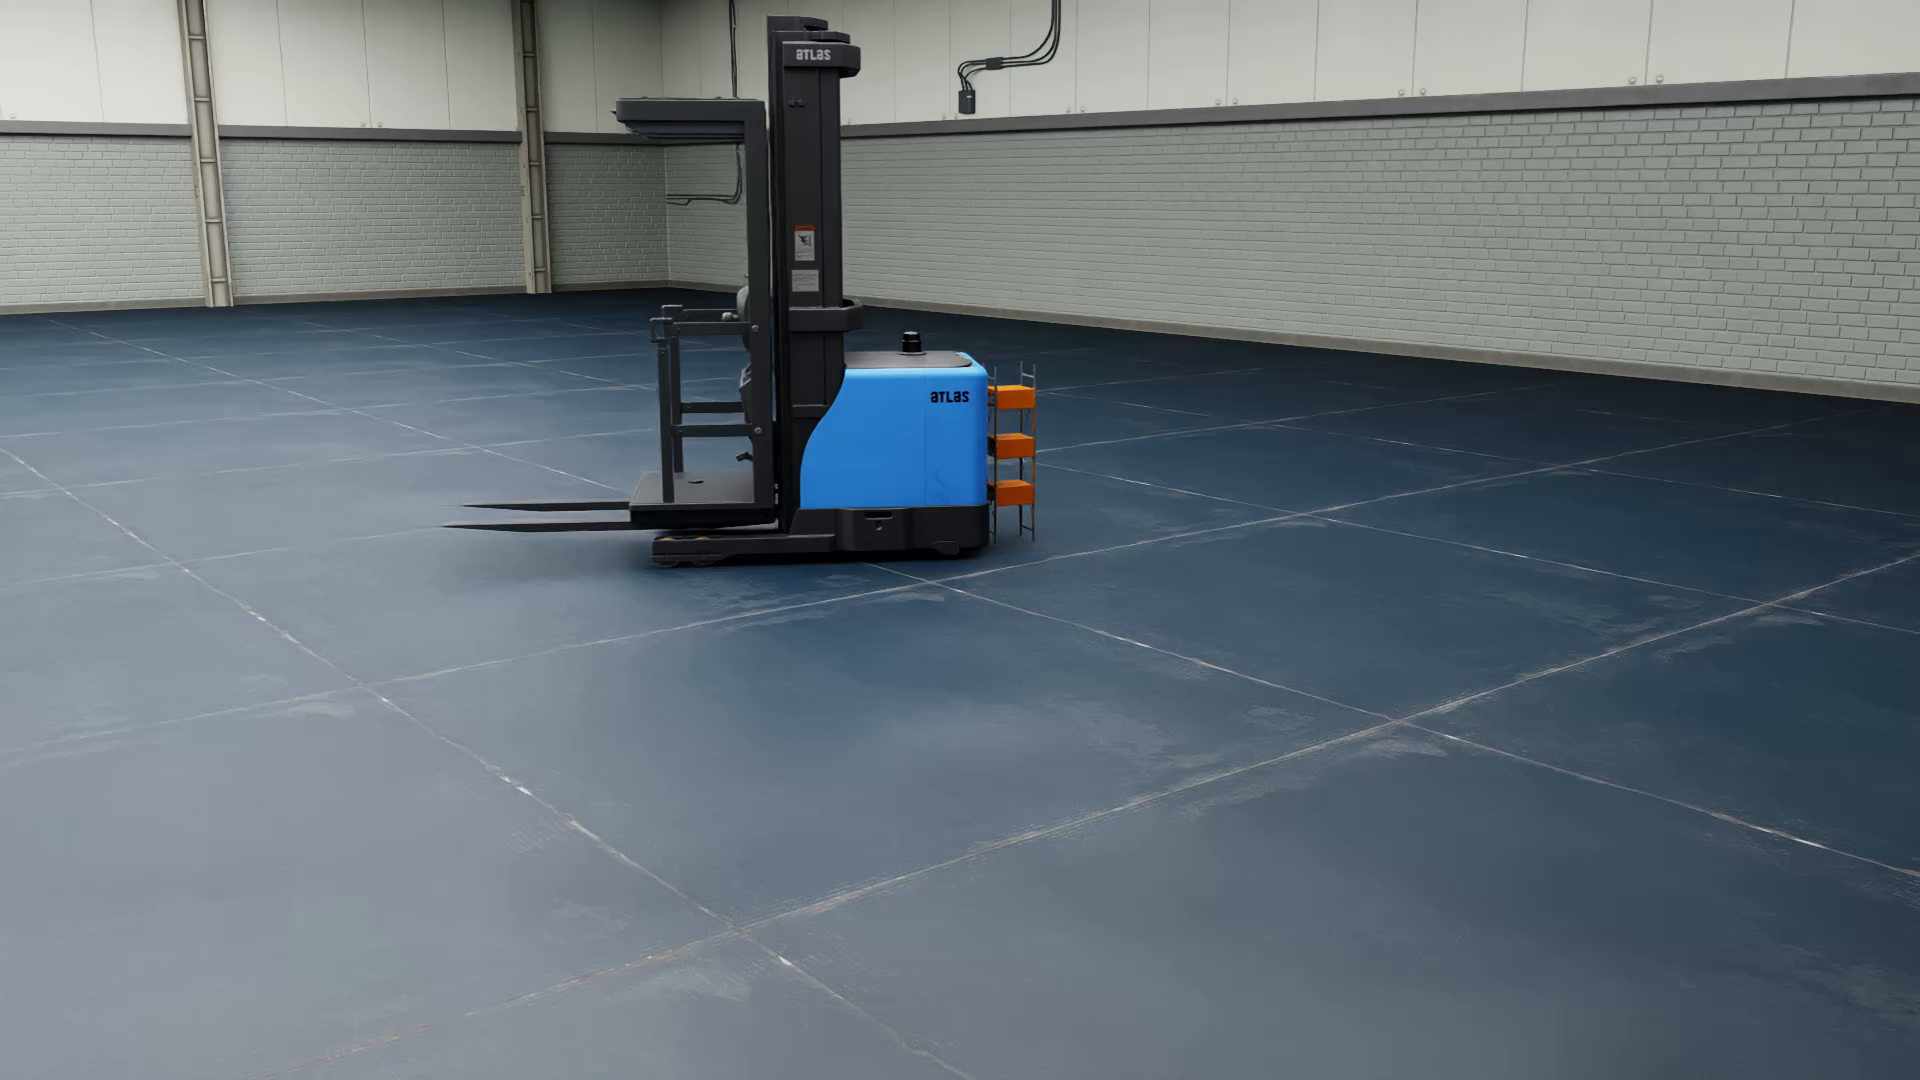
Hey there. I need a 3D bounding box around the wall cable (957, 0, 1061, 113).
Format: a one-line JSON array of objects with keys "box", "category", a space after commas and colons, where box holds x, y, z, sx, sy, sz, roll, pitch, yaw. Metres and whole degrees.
[{"box": [0.721, -9.580, 25.125, 0.169, 6.003, 2.305, -9, 15, -38], "category": "wall cable"}]

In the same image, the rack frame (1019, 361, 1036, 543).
[{"box": [0.396, -0.514, 9.750, 0.008, 1.050, 0.200, -5, 13, -22], "category": "rack frame"}]

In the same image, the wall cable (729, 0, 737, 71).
[{"box": [-3.507, -9.972, 30.471, 0.112, 2.526, 3.097, -9, 15, -38], "category": "wall cable"}]

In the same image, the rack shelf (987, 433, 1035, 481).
[{"box": [0.283, -0.494, 9.708, 0.240, 0.259, 0.215, -5, 13, -22], "category": "rack shelf"}]

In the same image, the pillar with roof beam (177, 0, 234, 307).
[{"box": [-10.320, -7.814, 24.994, 0.400, 9.000, 9.100, -9, 15, -38], "category": "pillar with roof beam"}]

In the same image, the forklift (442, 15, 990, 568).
[{"box": [-1.386, -1.397, 9.384, 3.031, 2.935, 1.130, -1, 12, -6], "category": "forklift"}]

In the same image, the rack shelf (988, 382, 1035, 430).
[{"box": [0.283, -0.771, 9.649, 0.240, 0.259, 0.215, -5, 13, -22], "category": "rack shelf"}]

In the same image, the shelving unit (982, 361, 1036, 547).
[{"box": [0.283, -0.504, 9.705, 0.252, 1.050, 0.215, -5, 13, -22], "category": "shelving unit"}]

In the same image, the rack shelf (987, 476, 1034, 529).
[{"box": [0.283, -0.222, 9.765, 0.240, 0.259, 0.215, -5, 13, -22], "category": "rack shelf"}]

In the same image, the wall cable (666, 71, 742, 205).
[{"box": [-5.197, -7.940, 33.062, 0.112, 2.526, 3.097, -9, 15, -38], "category": "wall cable"}]

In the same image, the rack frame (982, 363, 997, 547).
[{"box": [0.170, -0.495, 9.661, 0.008, 1.050, 0.200, -5, 13, -22], "category": "rack frame"}]

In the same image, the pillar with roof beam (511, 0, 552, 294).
[{"box": [-5.635, -8.593, 28.661, 0.400, 9.000, 9.100, -9, 15, -38], "category": "pillar with roof beam"}]
